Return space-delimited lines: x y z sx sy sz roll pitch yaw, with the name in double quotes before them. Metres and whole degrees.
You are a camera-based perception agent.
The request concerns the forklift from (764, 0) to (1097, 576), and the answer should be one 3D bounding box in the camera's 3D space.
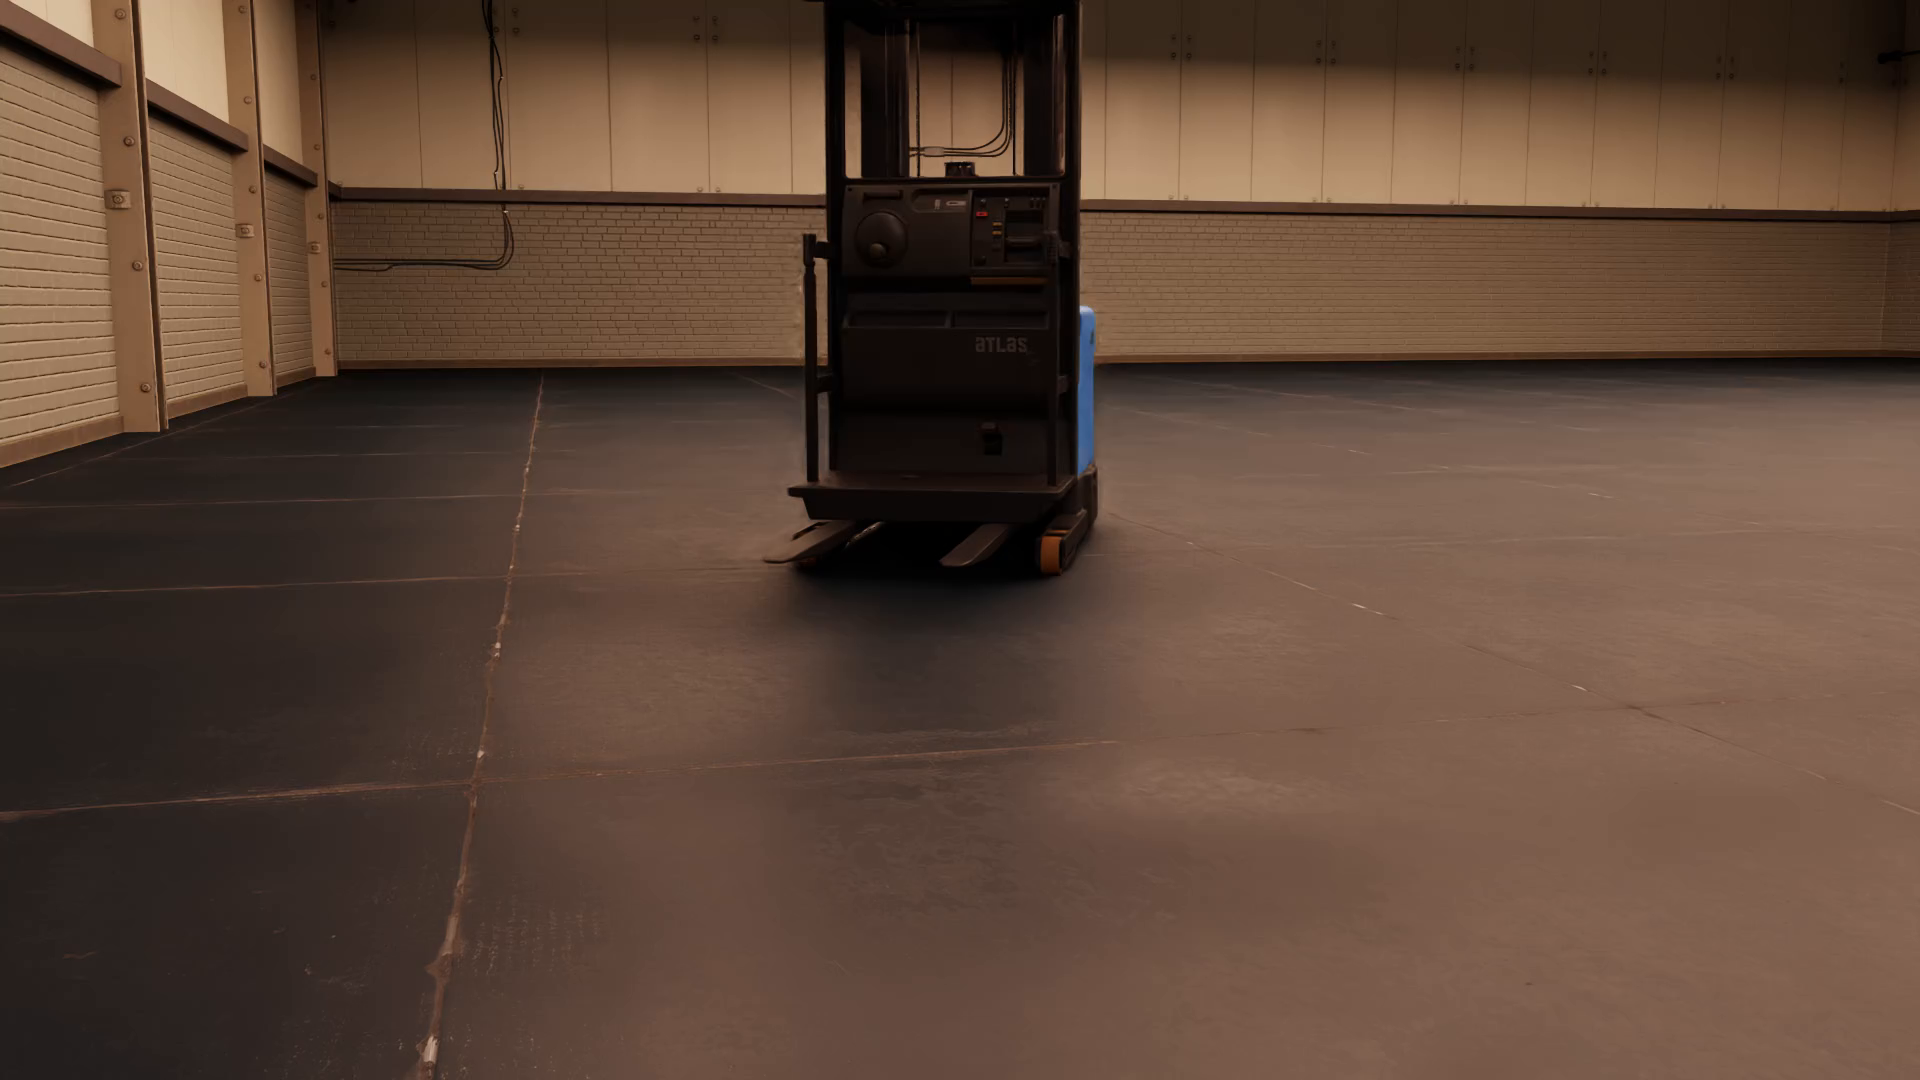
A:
"forklift" -0.074 -1.359 6.846 1.130 2.935 3.031 1 8 9
